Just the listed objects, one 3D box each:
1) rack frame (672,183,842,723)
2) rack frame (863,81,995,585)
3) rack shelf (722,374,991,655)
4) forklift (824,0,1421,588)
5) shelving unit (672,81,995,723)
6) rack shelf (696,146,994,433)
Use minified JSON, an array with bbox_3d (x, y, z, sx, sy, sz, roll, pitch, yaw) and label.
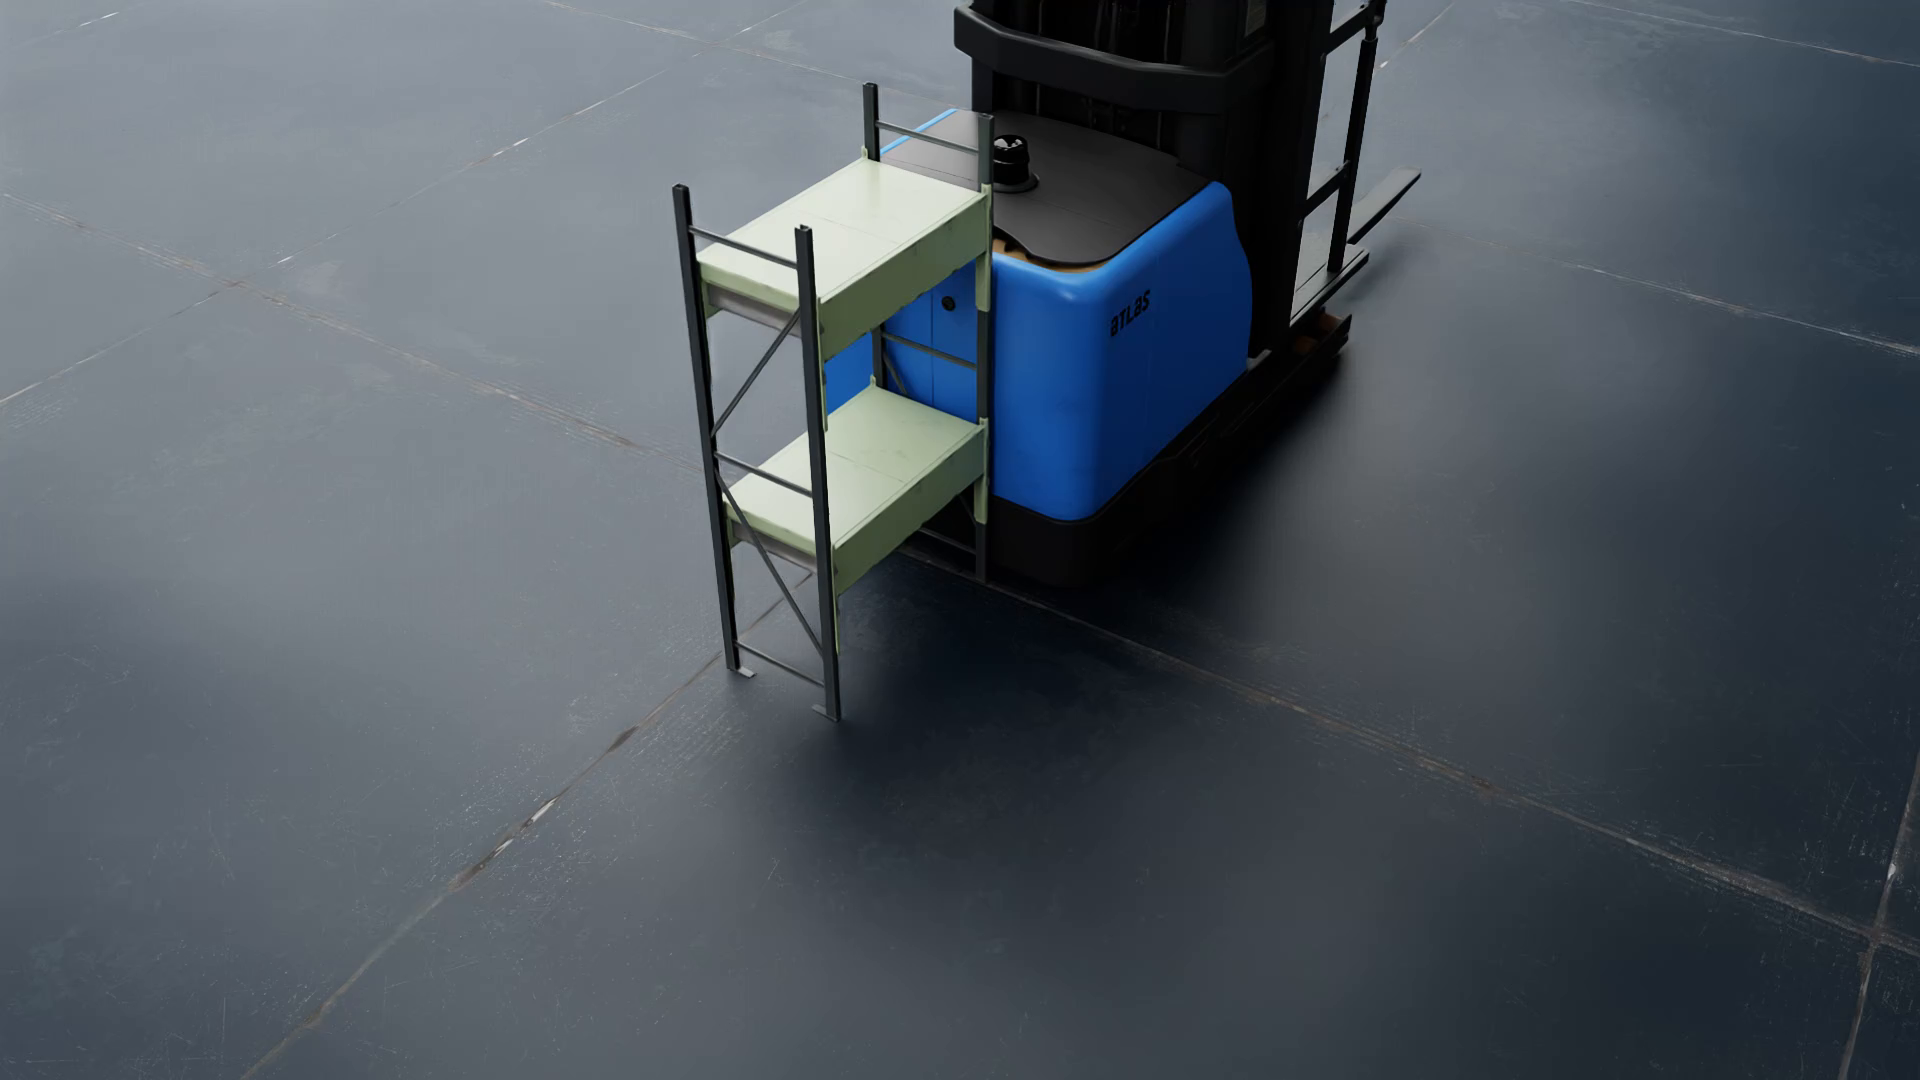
[{"bbox_3d":[-0.499,-0.164,4.234,0.400,1.500,0.023,23,43,27],"label":"rack frame"},{"bbox_3d":[-0.084,-0.532,4.711,0.400,1.500,0.023,23,43,27],"label":"rack frame"},{"bbox_3d":[-0.291,-0.089,4.672,0.431,0.370,0.720,23,43,27],"label":"rack shelf"},{"bbox_3d":[0.775,-1.877,5.284,1.130,2.935,3.031,23,43,27],"label":"forklift"},{"bbox_3d":[-0.291,-0.348,4.473,0.431,1.500,0.755,23,43,27],"label":"shelving unit"},{"bbox_3d":[-0.291,-0.657,4.234,0.431,0.370,0.720,23,43,27],"label":"rack shelf"}]
